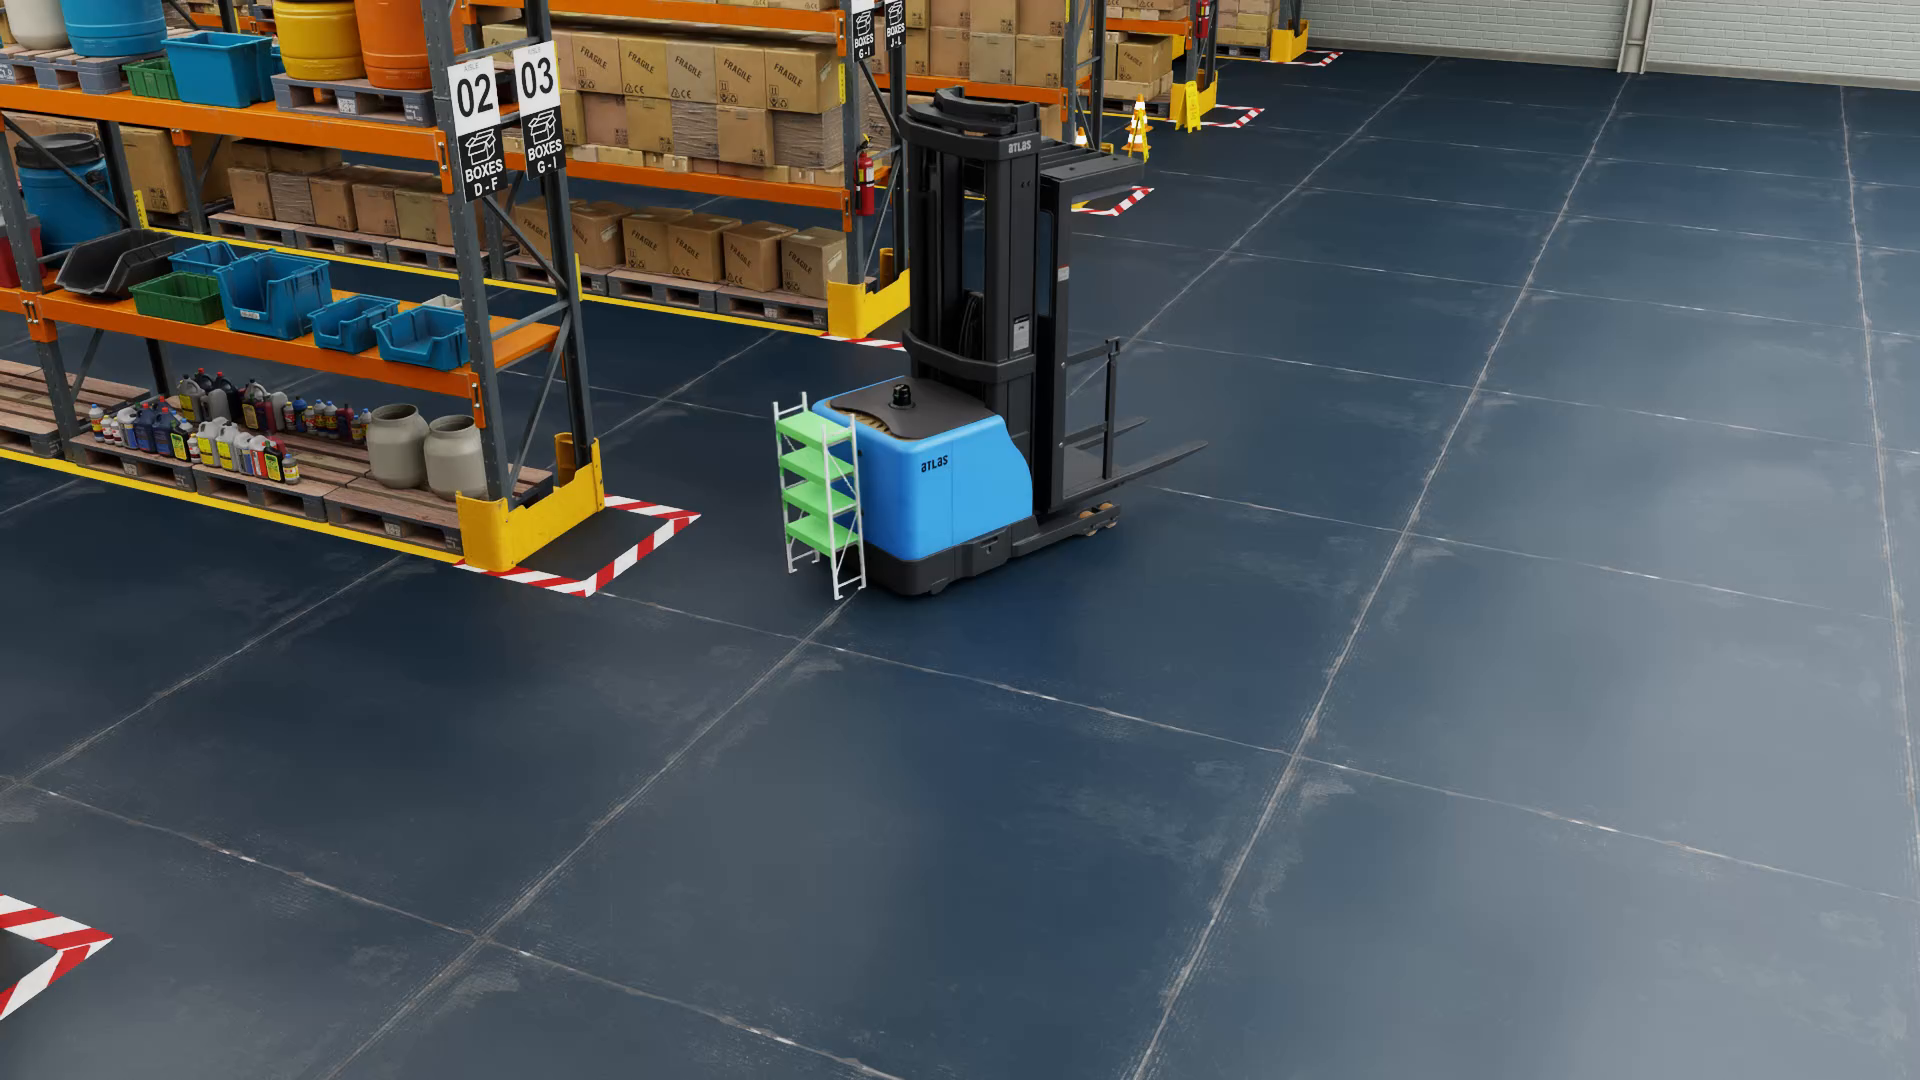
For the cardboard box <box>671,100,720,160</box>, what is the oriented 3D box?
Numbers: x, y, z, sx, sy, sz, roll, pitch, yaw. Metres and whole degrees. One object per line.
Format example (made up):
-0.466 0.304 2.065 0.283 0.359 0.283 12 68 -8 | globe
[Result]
-2.173 -3.829 15.182 0.500 0.500 0.875 11 28 22 | cardboard box

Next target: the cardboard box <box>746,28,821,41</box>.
-1.581 -4.319 15.044 0.500 0.500 0.500 11 28 22 | cardboard box

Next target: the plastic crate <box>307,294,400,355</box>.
-3.960 -1.421 10.910 0.408 0.251 0.499 11 28 22 | plastic crate

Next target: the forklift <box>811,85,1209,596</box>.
0.474 -1.499 10.976 3.031 2.935 1.130 -21 33 -36 | forklift

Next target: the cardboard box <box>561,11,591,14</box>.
-4.659 -6.496 20.935 0.500 0.500 0.500 11 28 22 | cardboard box

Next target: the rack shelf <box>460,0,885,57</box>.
-2.562 -4.776 14.973 4.000 0.370 1.077 11 28 22 | rack shelf

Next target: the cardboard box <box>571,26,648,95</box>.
-3.167 -4.379 15.166 0.500 0.500 0.500 11 28 22 | cardboard box

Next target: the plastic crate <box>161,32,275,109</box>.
-4.652 -2.962 10.493 0.575 0.384 0.392 11 28 22 | plastic crate

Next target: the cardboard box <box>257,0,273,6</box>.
-9.352 -7.376 22.645 0.250 0.149 0.380 10 28 19 | cardboard box

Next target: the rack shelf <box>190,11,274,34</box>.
-11.340 -7.600 24.106 4.000 0.370 1.077 11 28 22 | rack shelf

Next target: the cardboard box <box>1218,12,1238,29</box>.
4.388 -8.607 27.408 0.500 0.250 0.500 11 28 21 | cardboard box

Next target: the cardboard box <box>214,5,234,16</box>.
-10.156 -7.406 23.181 0.250 0.149 0.380 11 28 20 | cardboard box

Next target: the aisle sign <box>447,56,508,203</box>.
-2.849 -2.430 9.846 0.004 0.787 0.394 11 28 22 | aisle sign

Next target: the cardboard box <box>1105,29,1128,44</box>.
2.162 -7.036 23.199 0.250 0.149 0.380 12 29 23 | cardboard box

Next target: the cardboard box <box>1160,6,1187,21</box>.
2.932 -7.242 22.847 0.250 0.149 0.380 12 29 24 | cardboard box

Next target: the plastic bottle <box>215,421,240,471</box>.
-5.142 -0.676 11.727 0.185 0.351 0.144 13 29 24 | plastic bottle

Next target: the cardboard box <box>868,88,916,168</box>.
-0.872 -5.023 19.987 0.875 0.875 0.875 12 28 22 | cardboard box

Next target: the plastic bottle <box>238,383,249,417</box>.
-5.387 -1.056 12.576 0.133 0.283 0.061 13 29 25 | plastic bottle

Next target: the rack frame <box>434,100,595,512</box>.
-2.792 -1.396 10.689 0.127 3.000 1.000 11 28 22 | rack frame

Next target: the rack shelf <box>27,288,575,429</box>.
-4.612 -1.439 11.591 4.000 0.370 1.077 11 28 22 | rack shelf

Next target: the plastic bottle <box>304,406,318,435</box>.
-4.806 -0.894 12.339 0.097 0.201 0.097 0 26 0 | plastic bottle

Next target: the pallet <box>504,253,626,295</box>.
-3.756 -2.759 16.615 1.213 0.211 1.003 11 28 22 | pallet

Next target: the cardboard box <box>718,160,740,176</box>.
-1.994 -3.429 15.103 0.250 0.149 0.380 11 28 22 | cardboard box

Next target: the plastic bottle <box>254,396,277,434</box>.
-5.156 -0.936 12.332 0.133 0.283 0.061 11 28 22 | plastic bottle

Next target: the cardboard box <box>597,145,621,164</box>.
-3.163 -3.627 15.506 0.250 0.149 0.380 11 28 22 | cardboard box

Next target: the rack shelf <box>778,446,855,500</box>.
-0.882 -0.430 10.353 0.258 0.148 0.480 -24 35 -35 | rack shelf

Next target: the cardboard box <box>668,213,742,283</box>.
-2.423 -2.793 15.881 0.500 0.500 0.500 14 30 27 | cardboard box

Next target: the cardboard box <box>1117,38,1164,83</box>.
2.524 -6.705 23.261 0.500 0.500 0.500 12 28 22 | cardboard box

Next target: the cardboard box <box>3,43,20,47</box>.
-10.436 -5.259 18.422 0.500 0.500 0.500 11 28 21 | cardboard box

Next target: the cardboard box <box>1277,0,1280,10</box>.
5.053 -8.936 27.510 0.500 0.250 0.500 11 28 21 | cardboard box

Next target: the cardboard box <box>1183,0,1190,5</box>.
3.045 -7.749 23.142 0.500 0.500 0.500 11 28 21 | cardboard box

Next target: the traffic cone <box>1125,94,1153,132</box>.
2.435 -5.794 22.494 0.334 0.463 0.336 11 28 22 | traffic cone

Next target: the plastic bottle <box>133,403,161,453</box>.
-5.870 -0.822 12.024 0.185 0.351 0.144 12 29 23 | plastic bottle

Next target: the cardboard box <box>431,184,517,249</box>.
-4.933 -3.316 16.920 0.500 0.500 0.700 9 28 18 | cardboard box

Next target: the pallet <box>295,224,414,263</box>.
-6.206 -3.232 17.576 1.213 0.211 1.003 11 28 22 | pallet

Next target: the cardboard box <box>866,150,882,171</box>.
-0.902 -3.423 15.090 0.250 0.149 0.380 11 28 22 | cardboard box

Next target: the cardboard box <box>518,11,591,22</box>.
-3.859 -4.774 15.969 0.500 0.500 0.500 11 28 22 | cardboard box

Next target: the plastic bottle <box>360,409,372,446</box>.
-4.313 -0.826 12.123 0.097 0.271 0.097 0 26 0 | plastic bottle

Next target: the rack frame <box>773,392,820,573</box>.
-1.037 -0.355 10.600 0.240 1.200 0.015 -24 35 -35 | rack frame

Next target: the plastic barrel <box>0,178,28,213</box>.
-7.213 -2.451 12.679 0.433 0.535 0.433 0 26 0 | plastic barrel

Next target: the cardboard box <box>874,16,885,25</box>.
-0.932 -6.357 19.374 0.550 0.550 0.875 11 28 22 | cardboard box

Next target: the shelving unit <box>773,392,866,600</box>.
-0.876 -0.274 10.436 0.258 1.200 0.503 -24 35 -35 | shelving unit

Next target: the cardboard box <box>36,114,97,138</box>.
-9.452 -4.386 18.692 0.875 0.875 1.225 11 28 22 | cardboard box

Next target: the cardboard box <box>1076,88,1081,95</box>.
1.567 -6.558 23.811 0.500 0.250 0.500 10 28 20 | cardboard box

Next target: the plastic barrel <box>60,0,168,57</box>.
-5.571 -3.661 10.852 0.708 0.901 0.600 11 28 22 | plastic barrel

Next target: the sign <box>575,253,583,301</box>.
-2.560 -1.740 11.076 0.005 0.325 0.100 11 28 22 | sign

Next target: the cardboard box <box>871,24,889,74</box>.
-0.944 -5.862 19.590 0.550 0.550 0.875 11 28 22 | cardboard box

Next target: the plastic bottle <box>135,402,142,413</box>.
-5.975 -0.866 12.191 0.133 0.283 0.061 11 28 22 | plastic bottle

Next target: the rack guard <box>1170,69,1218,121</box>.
3.292 -6.265 23.408 0.348 0.500 1.175 11 28 22 | rack guard

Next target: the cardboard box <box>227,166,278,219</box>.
-7.406 -3.812 17.928 0.500 0.500 0.700 10 28 19 | cardboard box

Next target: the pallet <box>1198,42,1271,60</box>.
4.699 -8.241 27.749 1.213 0.211 1.003 11 28 22 | pallet

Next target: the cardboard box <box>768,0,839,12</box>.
-1.285 -4.652 14.077 0.500 0.250 0.500 12 29 23 | cardboard box

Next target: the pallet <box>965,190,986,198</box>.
0.644 -4.227 19.597 1.213 0.211 1.003 11 28 22 | pallet

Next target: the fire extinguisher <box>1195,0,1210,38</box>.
3.274 -7.131 22.426 0.183 0.674 0.296 11 28 22 | fire extinguisher

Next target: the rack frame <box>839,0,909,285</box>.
-0.741 -3.387 14.734 0.127 3.000 1.000 11 28 22 | rack frame
